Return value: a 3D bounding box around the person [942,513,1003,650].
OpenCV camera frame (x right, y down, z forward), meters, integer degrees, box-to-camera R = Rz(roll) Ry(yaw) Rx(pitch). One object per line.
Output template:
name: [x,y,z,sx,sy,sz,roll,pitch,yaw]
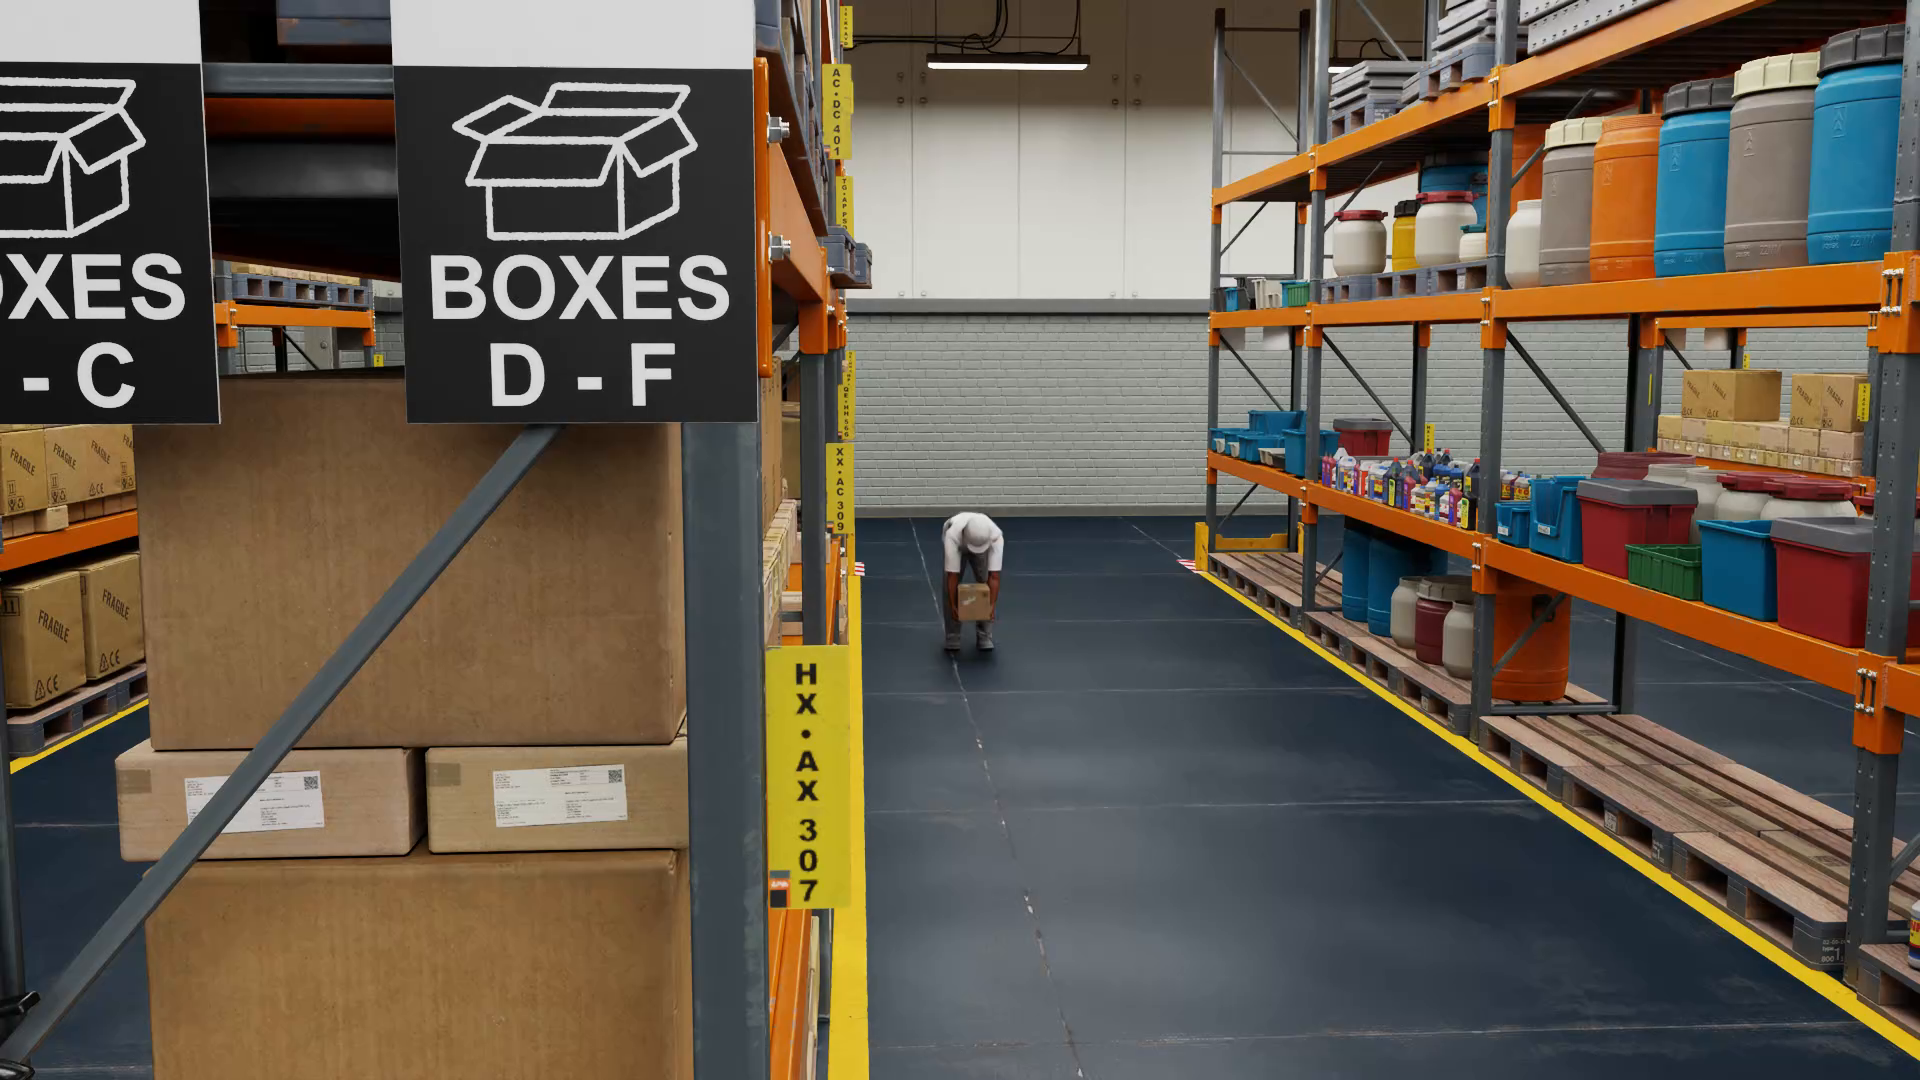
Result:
person: [0.104,0.343,13.363,0.479,1.148,0.974,-1,7,-5]
